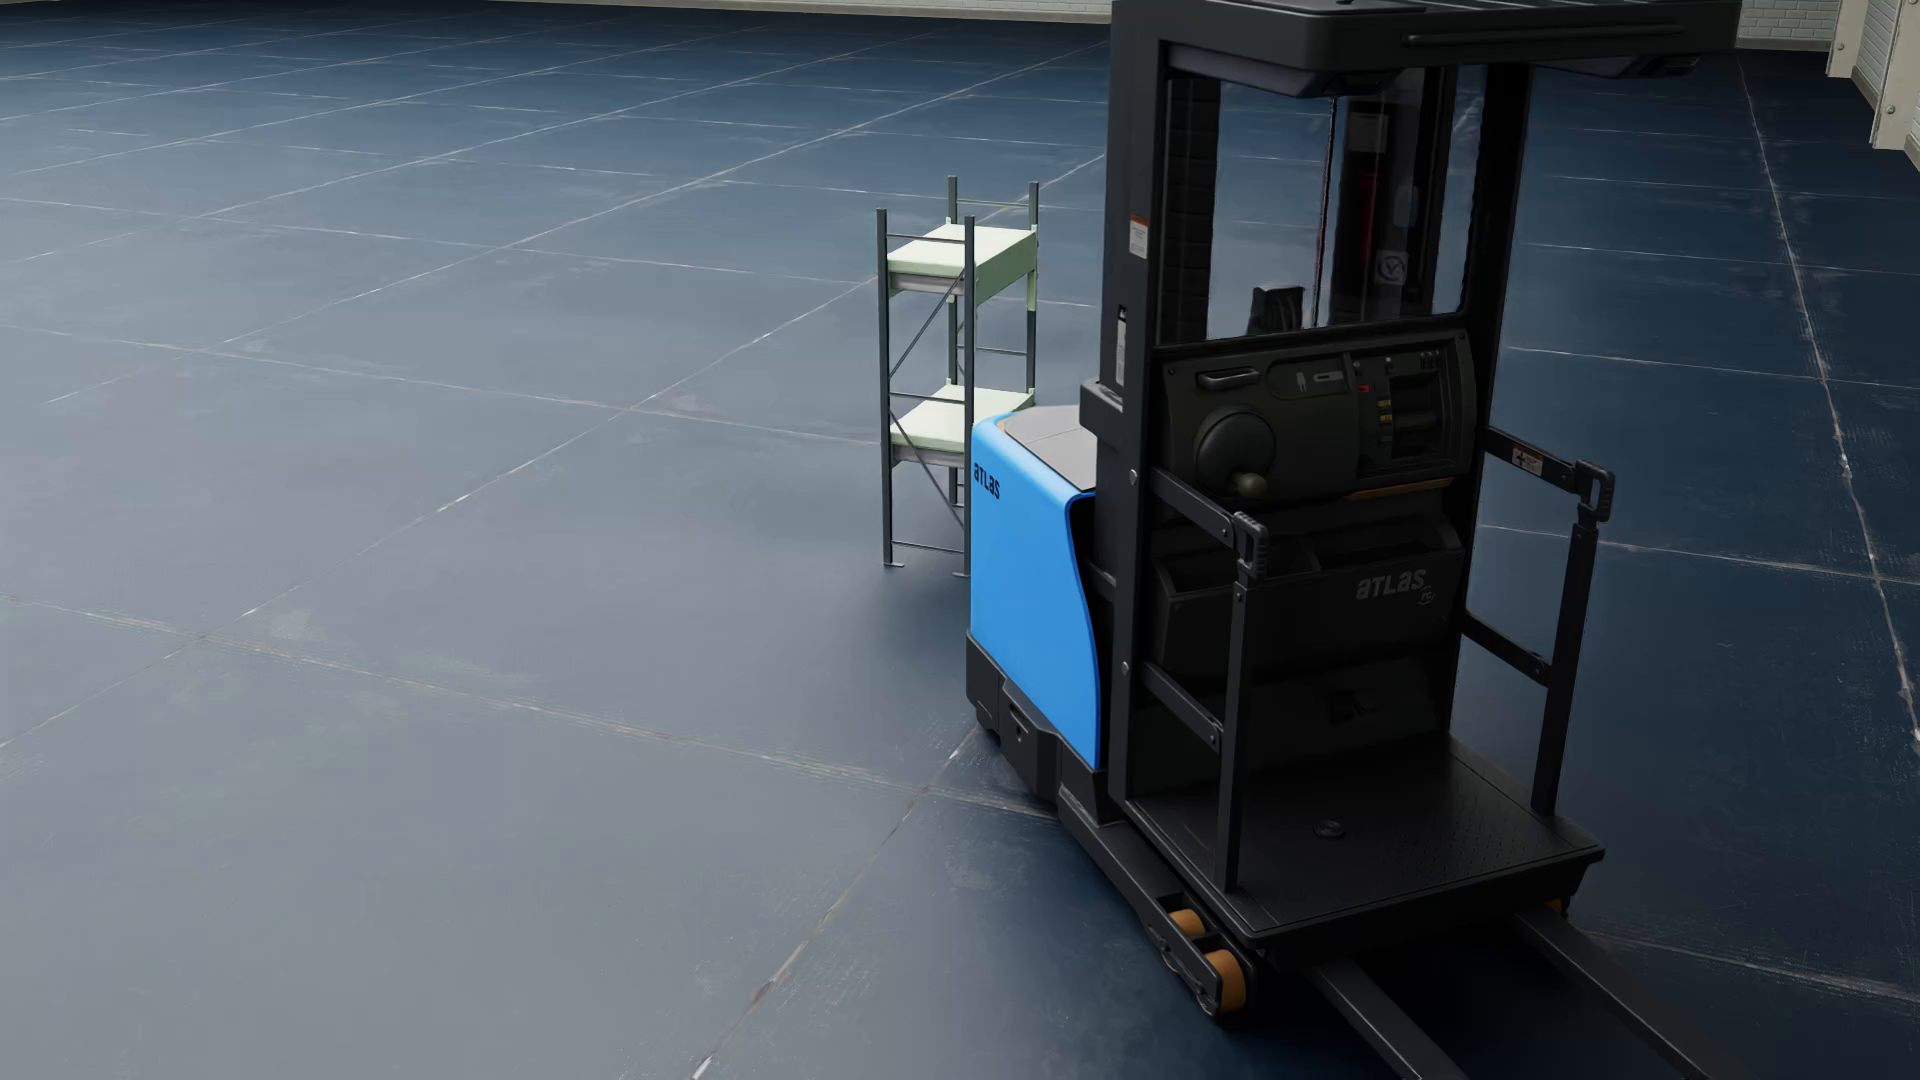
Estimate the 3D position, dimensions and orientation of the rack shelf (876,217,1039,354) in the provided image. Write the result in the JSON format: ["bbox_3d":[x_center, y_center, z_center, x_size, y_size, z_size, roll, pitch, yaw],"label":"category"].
[{"bbox_3d":[0.002,-1.055,6.816,0.431,0.370,0.720,9,24,20],"label":"rack shelf"}]

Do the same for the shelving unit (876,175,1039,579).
[{"bbox_3d":[0.002,-0.694,6.967,0.431,1.500,0.755,9,24,20],"label":"shelving unit"}]

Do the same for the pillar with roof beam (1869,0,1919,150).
[{"bbox_3d":[5.348,-8.733,16.483,9.100,9.000,0.400,9,24,20],"label":"pillar with roof beam"}]

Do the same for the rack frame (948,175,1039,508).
[{"bbox_3d":[0.138,-0.825,7.280,0.400,1.500,0.023,9,24,20],"label":"rack frame"}]

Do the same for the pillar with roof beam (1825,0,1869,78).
[{"bbox_3d":[7.576,-10.880,21.623,9.100,9.000,0.400,9,24,20],"label":"pillar with roof beam"}]

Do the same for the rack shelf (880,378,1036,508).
[{"bbox_3d":[0.002,-0.394,7.092,0.431,0.370,0.720,9,24,20],"label":"rack shelf"}]

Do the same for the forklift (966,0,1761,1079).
[{"bbox_3d":[1.032,-0.306,4.179,1.130,2.935,3.031,-9,24,-20],"label":"forklift"}]

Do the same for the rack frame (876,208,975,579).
[{"bbox_3d":[-0.133,-0.563,6.653,0.400,1.500,0.023,9,24,20],"label":"rack frame"}]
